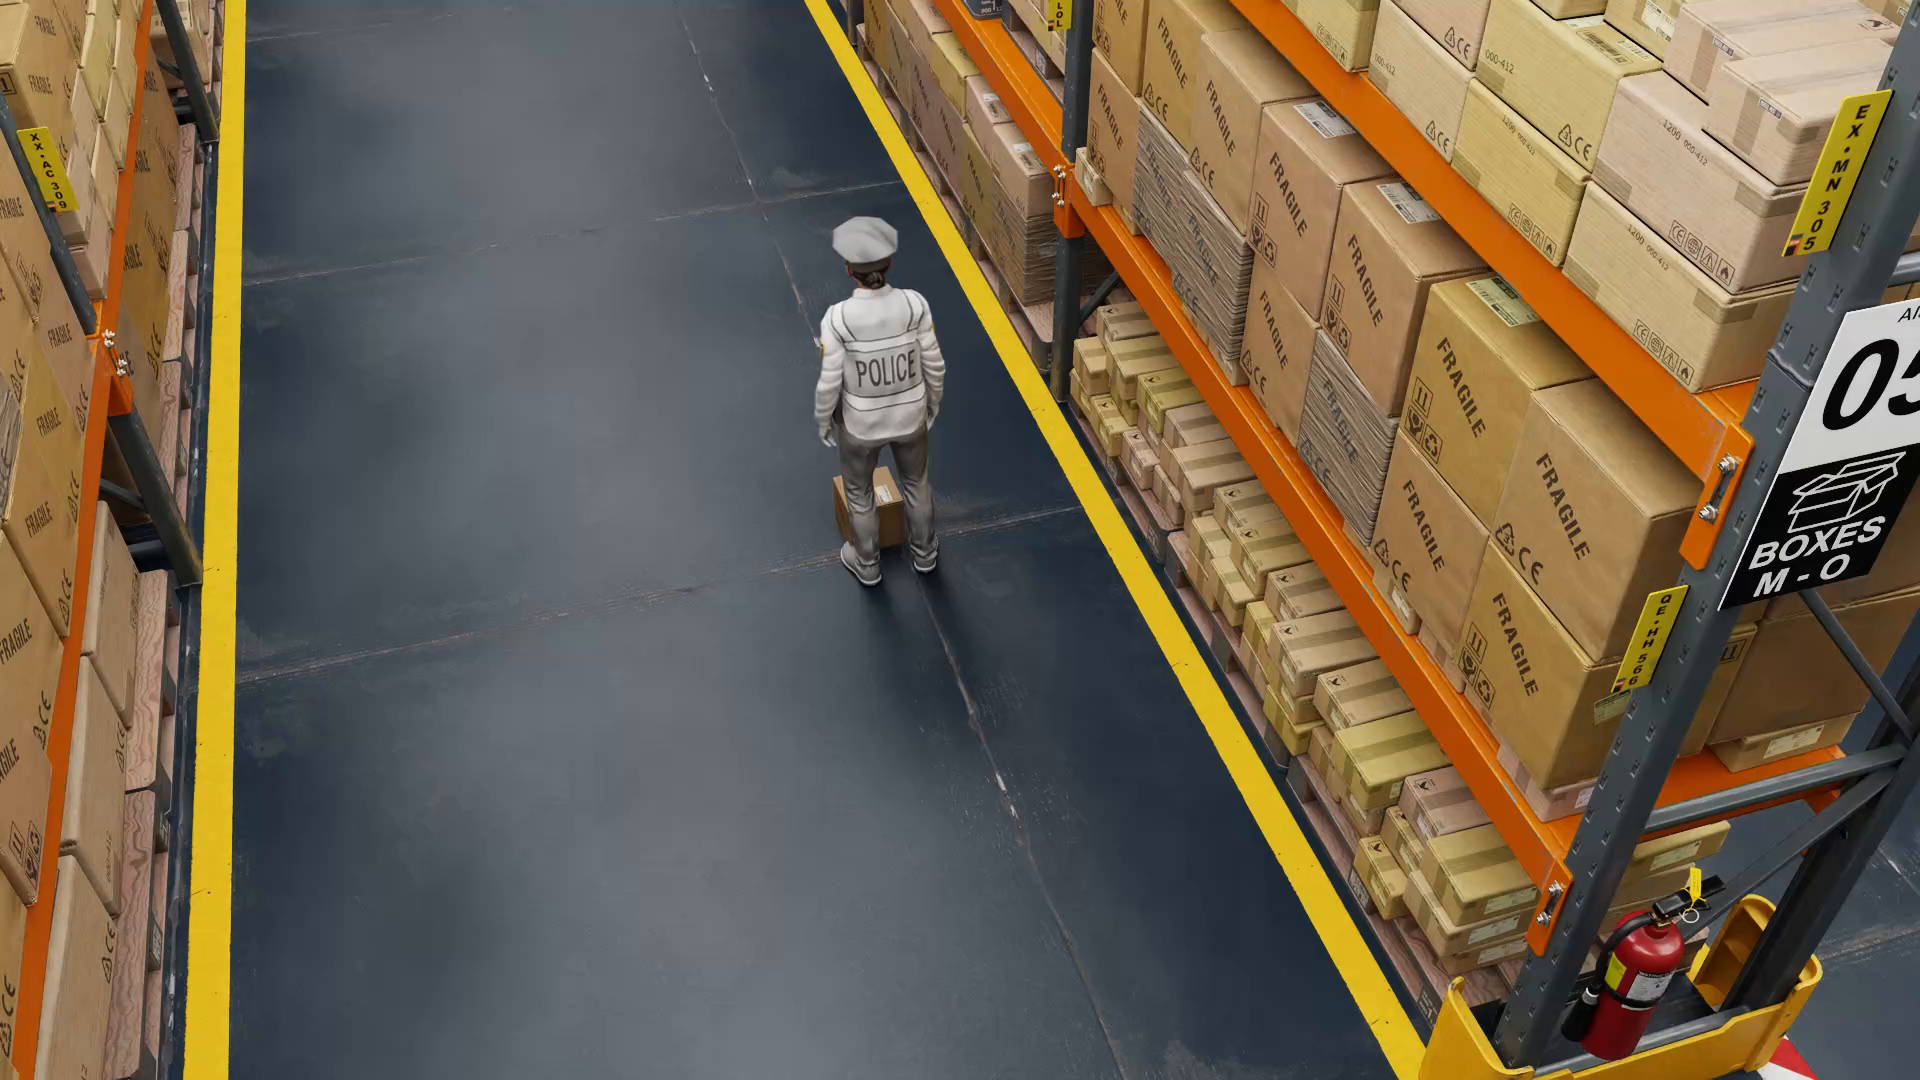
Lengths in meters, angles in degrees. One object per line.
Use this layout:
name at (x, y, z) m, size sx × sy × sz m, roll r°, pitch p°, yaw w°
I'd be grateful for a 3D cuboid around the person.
person at (-0.320, -0.501, 6.704) m, size 0.529 × 1.664 × 0.371 m, roll -12°, pitch 44°, yaw -12°
